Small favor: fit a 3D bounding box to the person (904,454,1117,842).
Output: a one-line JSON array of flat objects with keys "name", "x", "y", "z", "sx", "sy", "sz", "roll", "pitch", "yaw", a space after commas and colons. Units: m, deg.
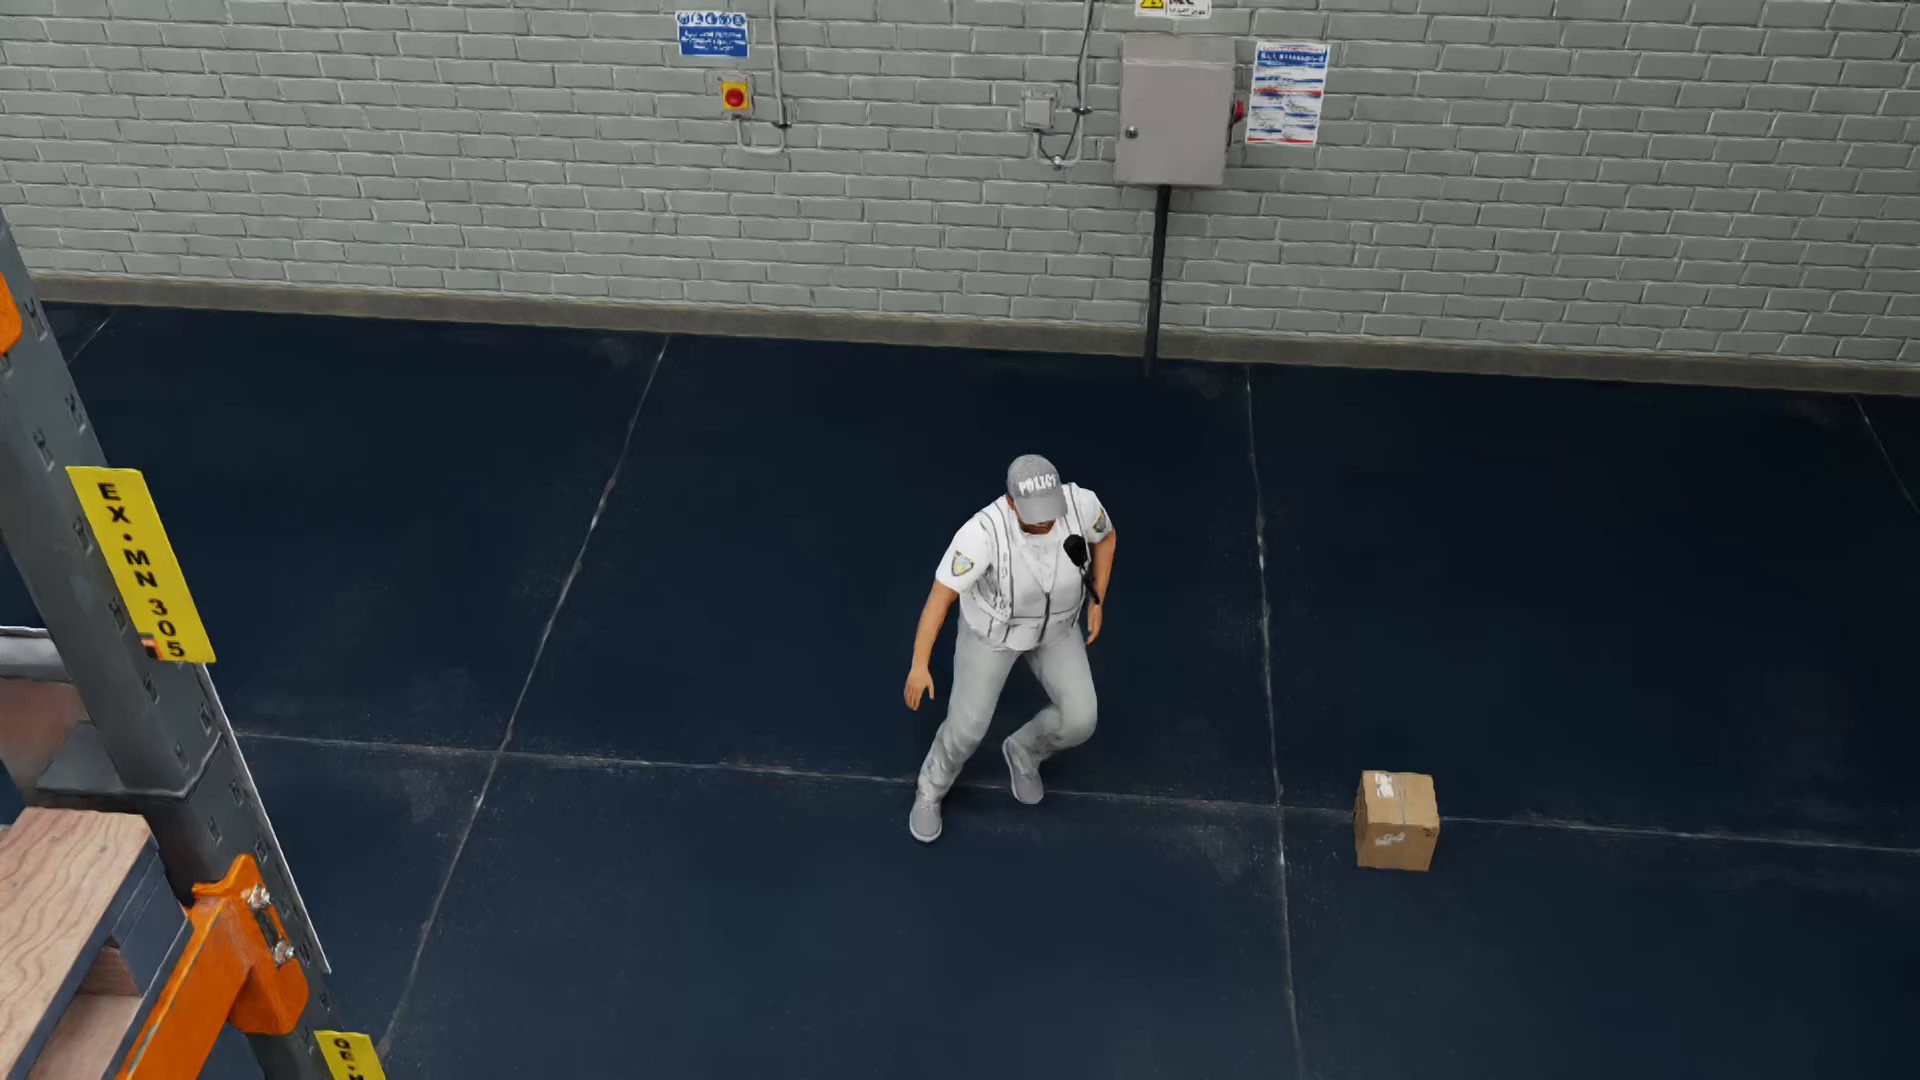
[{"name": "person", "x": 0.161, "y": 0.348, "z": 5.853, "sx": 0.864, "sy": 1.618, "sz": 0.523, "roll": -15, "pitch": 43, "yaw": -17}]
